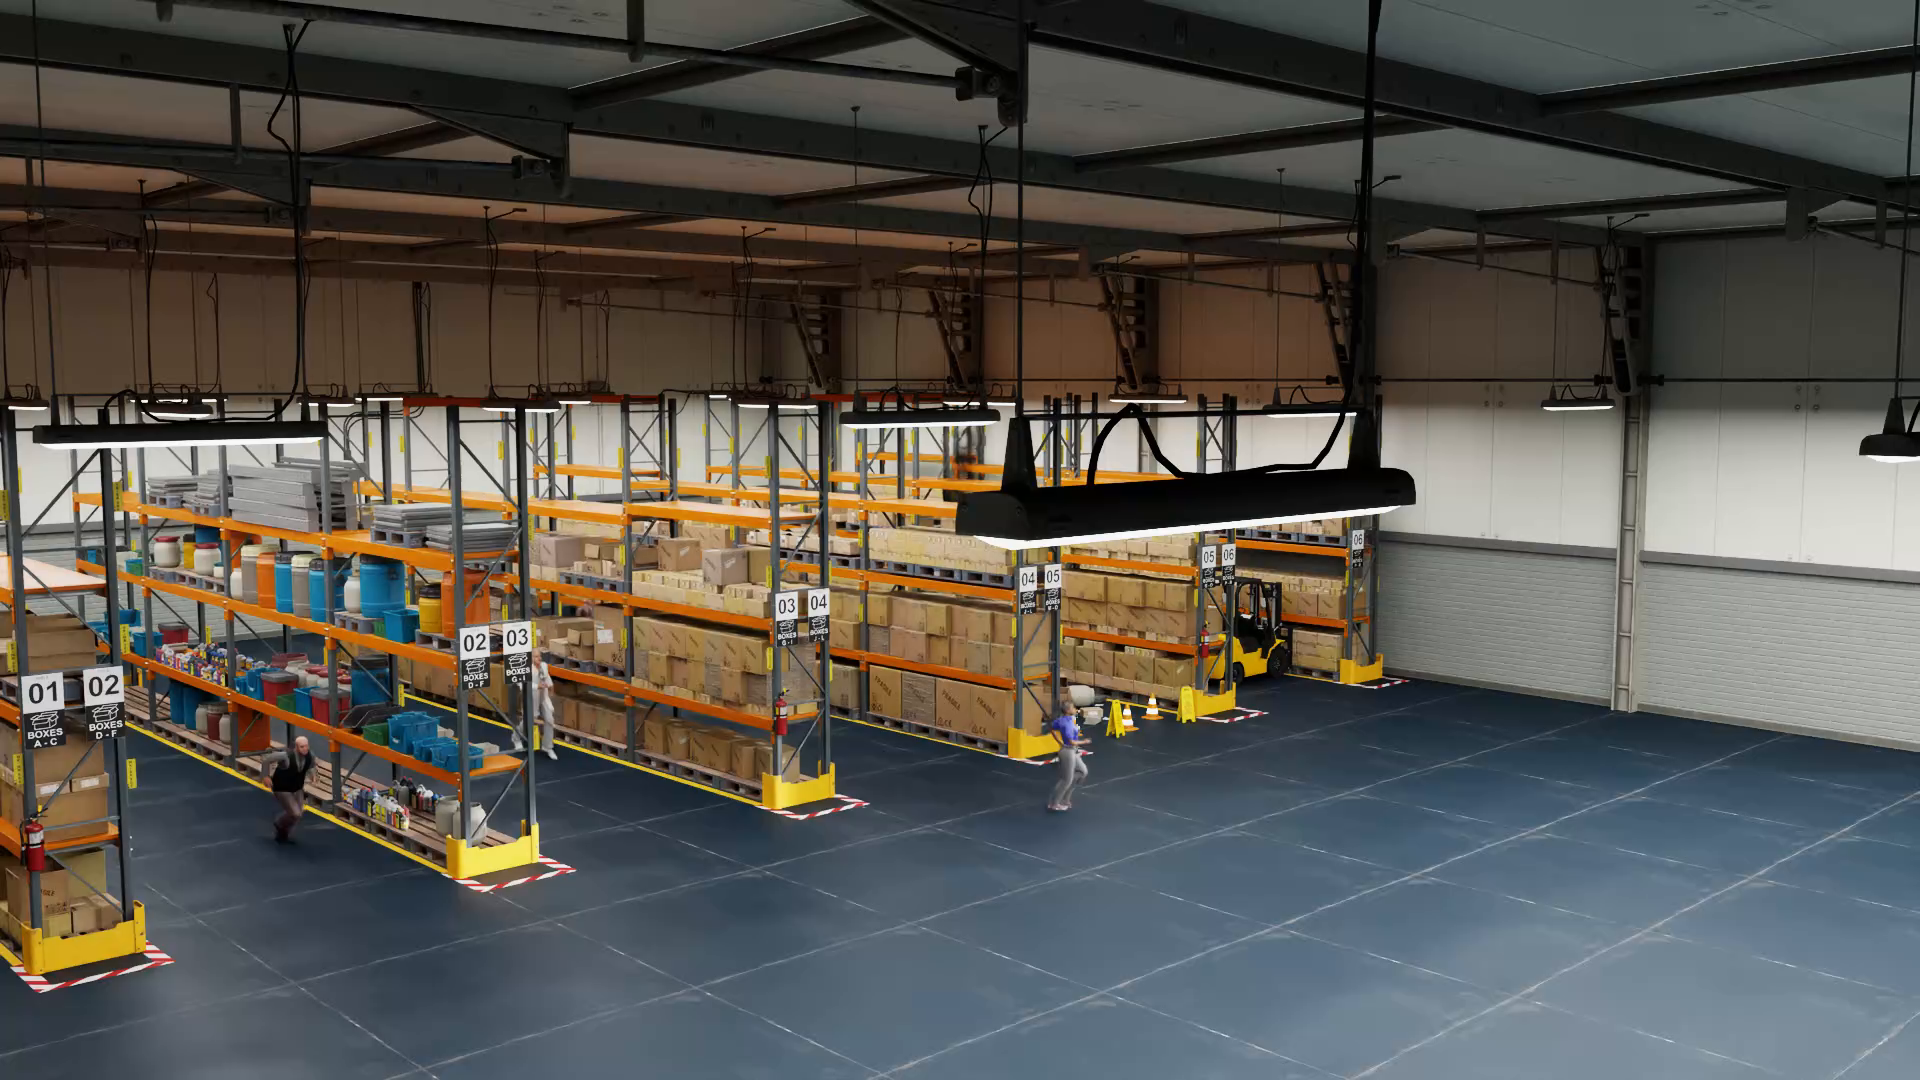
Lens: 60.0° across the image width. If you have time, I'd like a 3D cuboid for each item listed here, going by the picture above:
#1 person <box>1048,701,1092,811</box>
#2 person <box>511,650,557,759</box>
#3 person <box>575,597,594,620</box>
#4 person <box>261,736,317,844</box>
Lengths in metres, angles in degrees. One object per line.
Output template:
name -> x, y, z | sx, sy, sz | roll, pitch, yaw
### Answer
person -> 1.612, 3.154, 24.375 | 0.655, 1.633, 0.547 | 0, 6, 0
person -> -7.163, 2.742, 28.014 | 1.002, 1.826, 0.728 | 5, 8, 44
person -> -7.881, 2.006, 35.396 | 1.044, 1.764, 0.709 | 5, 8, 43
person -> -9.041, 3.394, 22.442 | 0.857, 1.548, 0.684 | 4, 7, 34
